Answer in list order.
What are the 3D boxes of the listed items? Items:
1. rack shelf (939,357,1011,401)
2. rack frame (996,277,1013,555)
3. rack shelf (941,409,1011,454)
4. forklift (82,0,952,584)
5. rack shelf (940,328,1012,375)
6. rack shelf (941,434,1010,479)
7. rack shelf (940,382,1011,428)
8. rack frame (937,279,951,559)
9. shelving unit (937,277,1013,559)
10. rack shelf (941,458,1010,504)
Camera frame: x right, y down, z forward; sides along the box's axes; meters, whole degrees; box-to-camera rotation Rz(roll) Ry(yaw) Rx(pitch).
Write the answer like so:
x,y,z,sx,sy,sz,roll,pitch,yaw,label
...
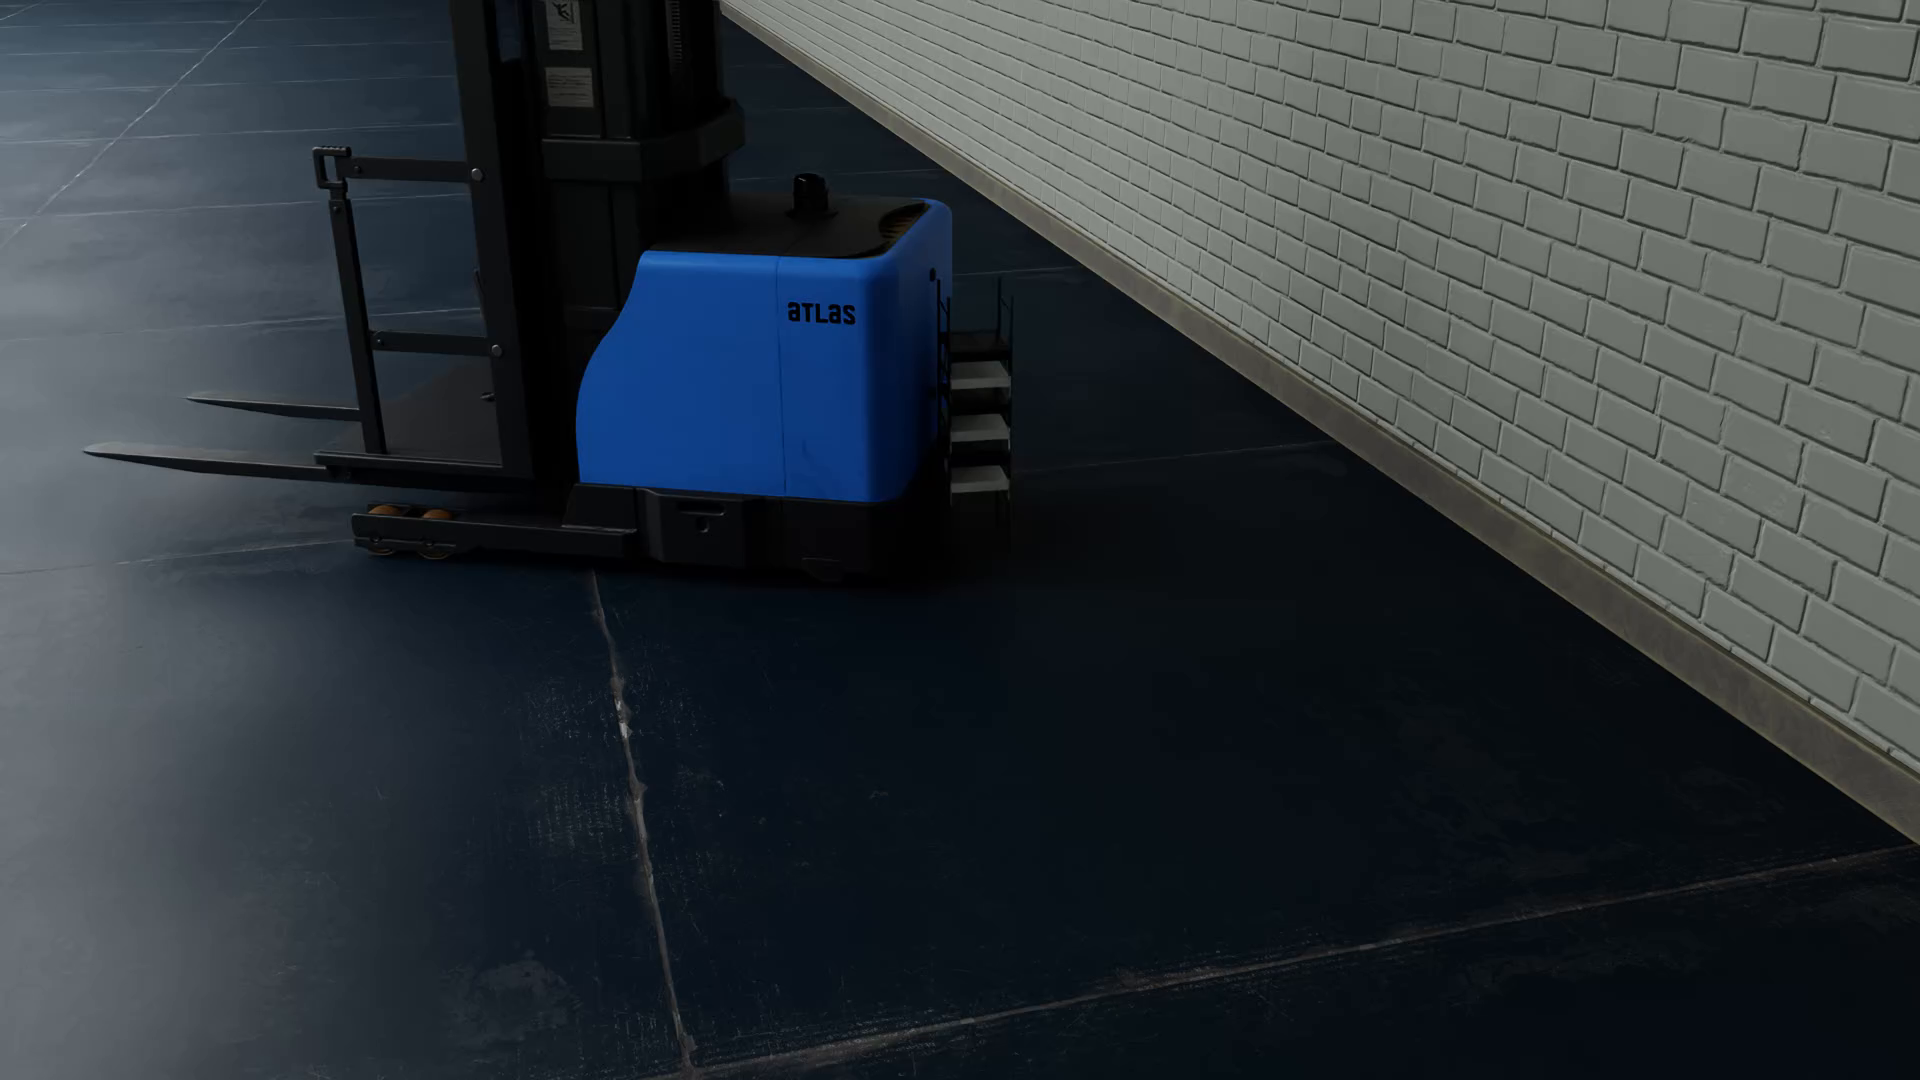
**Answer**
x,y,z,sx,sy,sz,roll,pitch,yaw,label
0.047,-0.538,5.491,0.200,0.077,0.258,-4,24,-8,rack shelf
0.148,-0.410,5.564,0.006,0.900,0.240,-4,24,-8,rack frame
0.047,-0.373,5.562,0.200,0.077,0.258,-4,24,-8,rack shelf
-1.582,-1.478,5.477,3.031,2.935,1.130,4,24,10,forklift
0.047,-0.621,5.455,0.200,0.077,0.258,-4,24,-8,rack shelf
0.047,-0.291,5.598,0.200,0.077,0.258,-4,24,-8,rack shelf
0.047,-0.456,5.527,0.200,0.077,0.258,-4,24,-8,rack shelf
-0.053,-0.397,5.534,0.006,0.900,0.240,-4,24,-8,rack frame
0.047,-0.404,5.549,0.210,0.900,0.258,-4,24,-8,shelving unit
0.047,-0.208,5.634,0.200,0.077,0.258,-4,24,-8,rack shelf
